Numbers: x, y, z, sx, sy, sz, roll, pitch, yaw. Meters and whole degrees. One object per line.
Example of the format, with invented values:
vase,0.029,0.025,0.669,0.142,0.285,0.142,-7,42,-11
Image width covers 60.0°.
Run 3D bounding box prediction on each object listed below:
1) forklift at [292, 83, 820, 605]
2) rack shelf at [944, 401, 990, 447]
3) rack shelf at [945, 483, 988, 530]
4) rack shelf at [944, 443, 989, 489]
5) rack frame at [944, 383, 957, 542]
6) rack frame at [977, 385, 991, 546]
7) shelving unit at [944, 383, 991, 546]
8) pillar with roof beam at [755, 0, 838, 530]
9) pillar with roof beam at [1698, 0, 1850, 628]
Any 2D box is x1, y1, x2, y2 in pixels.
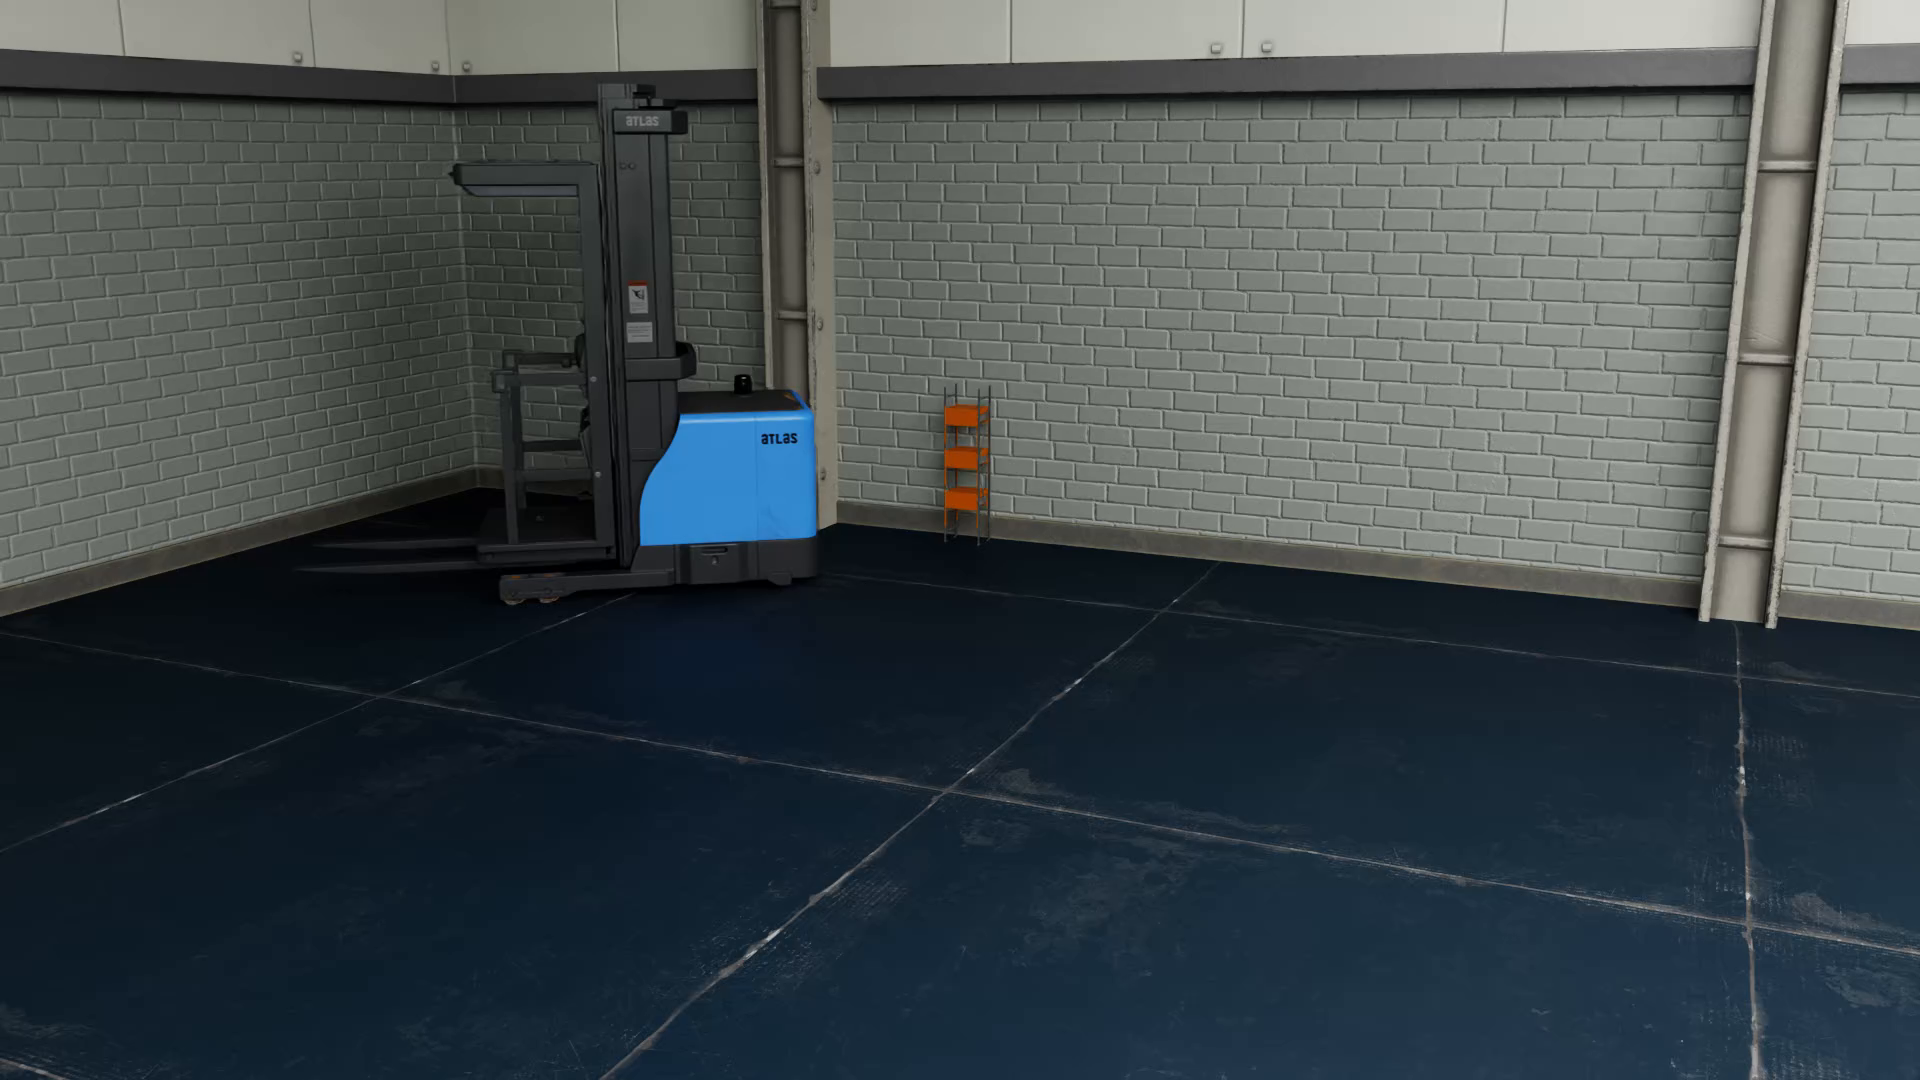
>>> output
forklift,-2.420,-1.183,9.882,3.031,2.935,1.130,-3,13,-11
rack shelf,0.049,-0.772,11.051,0.240,0.259,0.215,6,14,23
rack shelf,0.049,-0.225,11.180,0.240,0.259,0.215,6,14,23
rack shelf,0.049,-0.496,11.116,0.240,0.259,0.215,6,14,23
rack frame,-0.063,-0.517,11.162,0.008,1.050,0.200,6,14,23
rack frame,0.160,-0.495,11.066,0.008,1.050,0.200,6,14,23
shelving unit,0.049,-0.506,11.114,0.252,1.050,0.215,6,14,23
pillar with roof beam,-2.847,-3.599,6.893,0.400,9.000,9.100,6,14,23
pillar with roof beam,2.639,-3.044,4.527,0.400,9.000,9.100,6,14,23
